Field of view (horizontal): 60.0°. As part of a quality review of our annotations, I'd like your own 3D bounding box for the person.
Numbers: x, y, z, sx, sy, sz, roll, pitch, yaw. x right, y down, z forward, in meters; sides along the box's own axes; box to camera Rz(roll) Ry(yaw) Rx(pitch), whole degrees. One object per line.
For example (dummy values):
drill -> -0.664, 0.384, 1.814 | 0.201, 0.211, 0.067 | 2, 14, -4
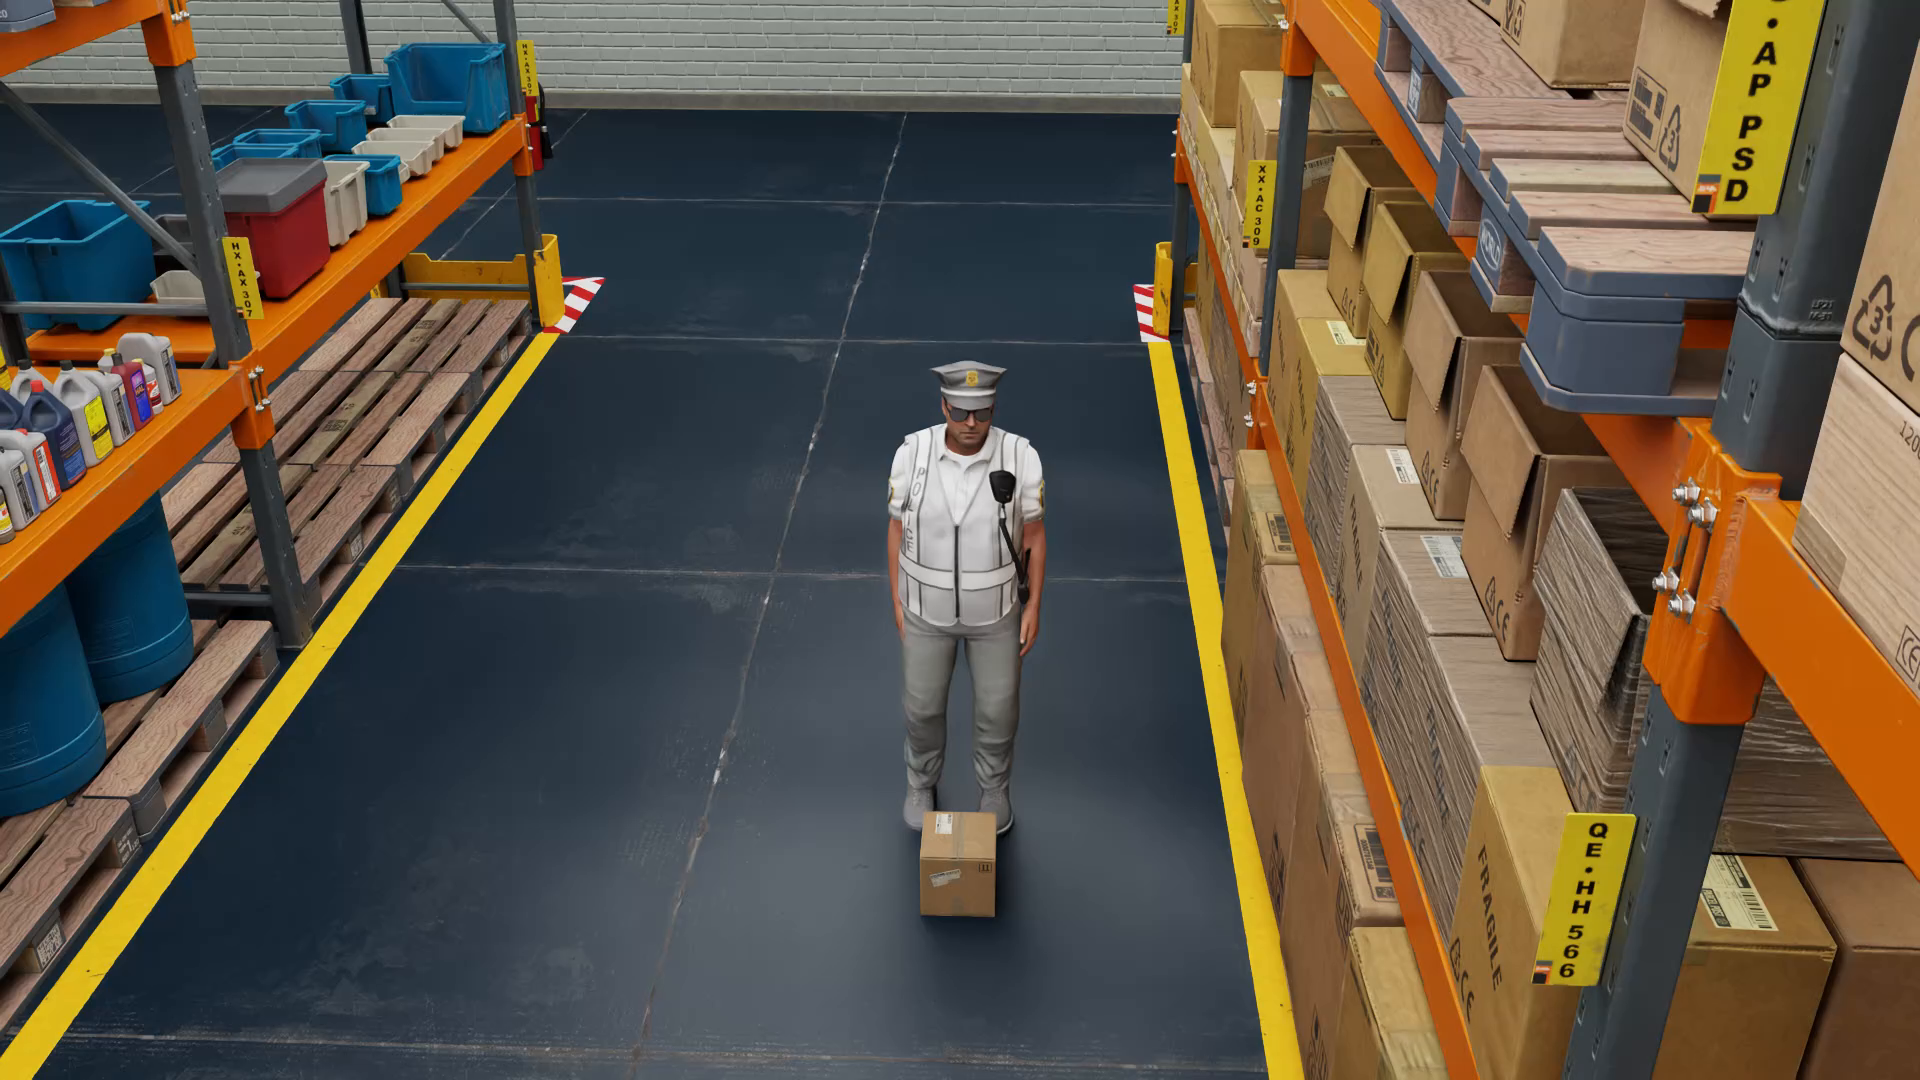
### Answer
person -> 0.021, 0.231, 5.717 | 0.539, 1.804, 0.392 | 1, 28, 2
